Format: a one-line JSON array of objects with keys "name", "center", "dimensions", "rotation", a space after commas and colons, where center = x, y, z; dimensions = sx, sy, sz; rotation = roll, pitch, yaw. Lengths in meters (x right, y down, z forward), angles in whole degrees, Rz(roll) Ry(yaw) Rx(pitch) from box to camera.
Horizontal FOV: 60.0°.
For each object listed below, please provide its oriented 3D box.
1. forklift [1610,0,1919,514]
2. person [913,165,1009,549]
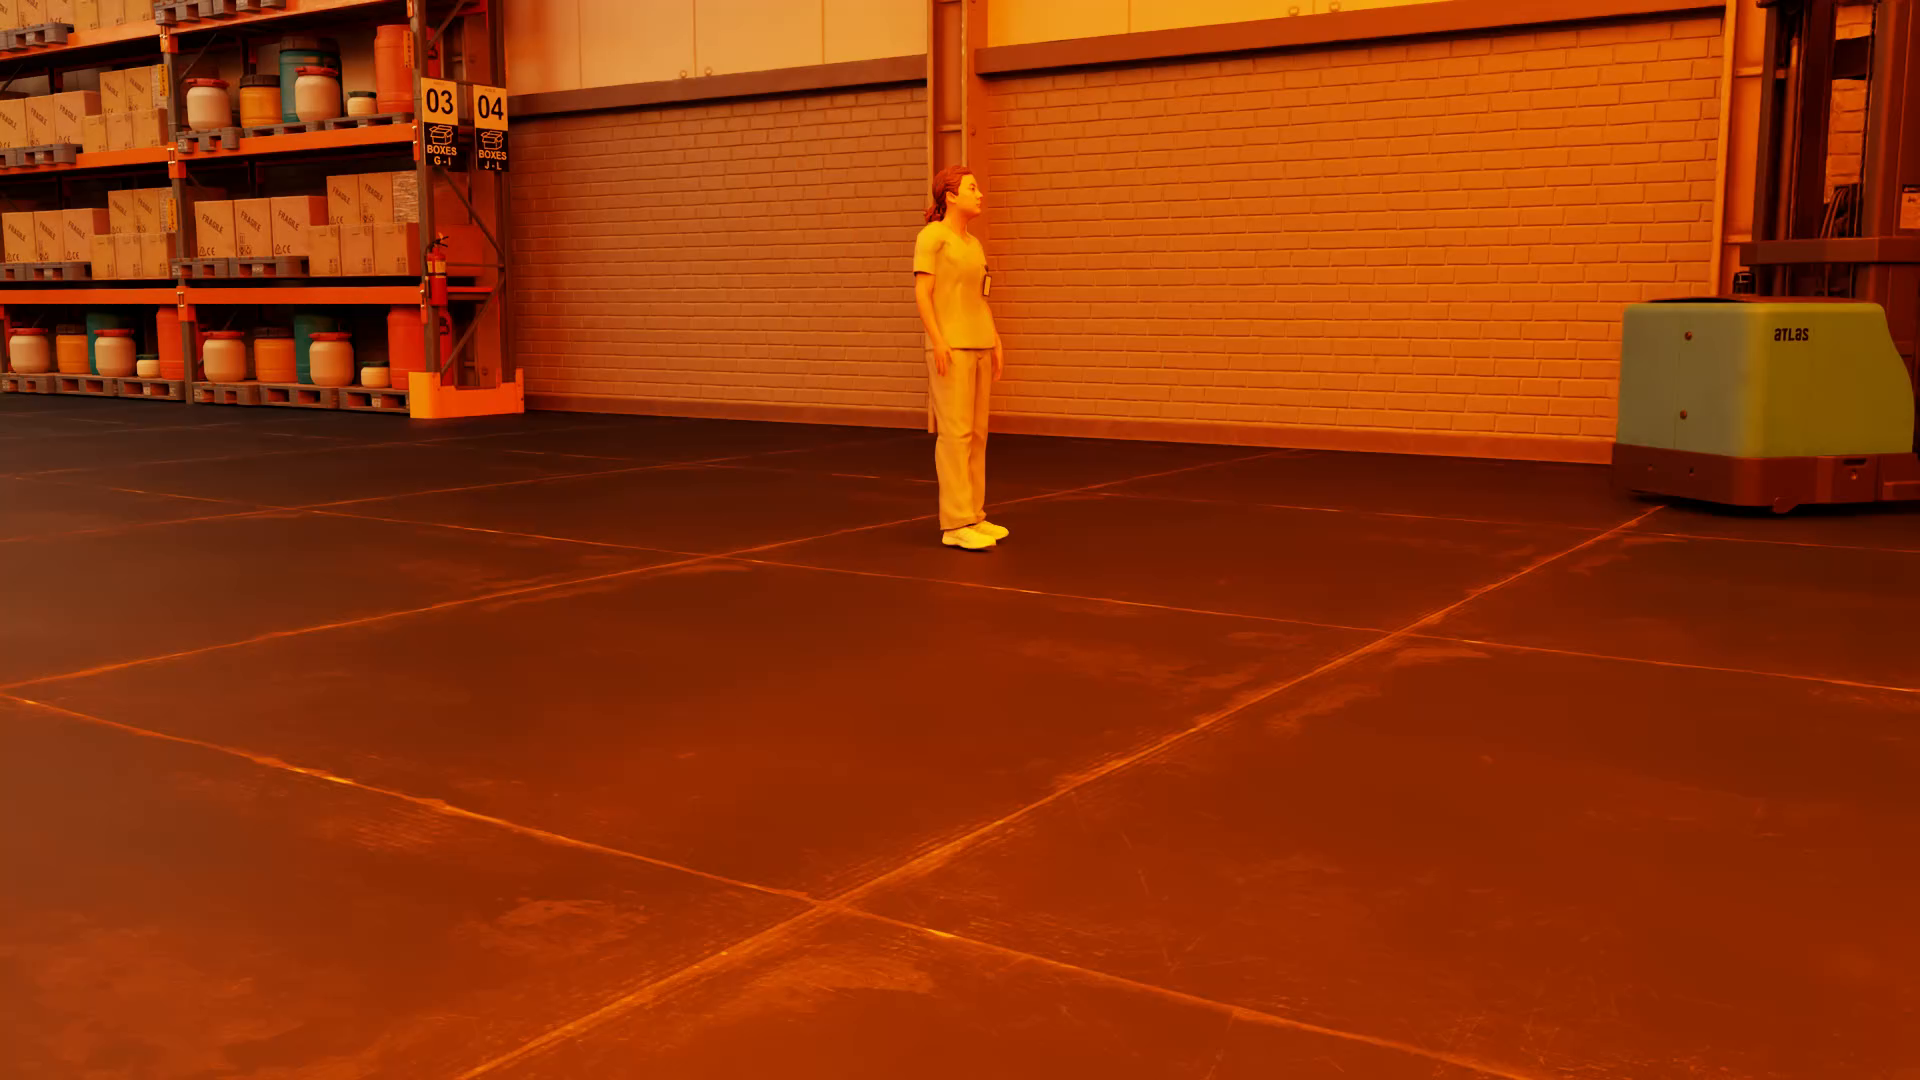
[{"name": "forklift", "center": [5.162, -1.679, 9.001], "dimensions": [3.031, 2.935, 1.130], "rotation": [-3, 9, -18]}, {"name": "person", "center": [0.060, -0.824, 7.429], "dimensions": [0.532, 1.663, 0.549], "rotation": [5, 10, 34]}]
